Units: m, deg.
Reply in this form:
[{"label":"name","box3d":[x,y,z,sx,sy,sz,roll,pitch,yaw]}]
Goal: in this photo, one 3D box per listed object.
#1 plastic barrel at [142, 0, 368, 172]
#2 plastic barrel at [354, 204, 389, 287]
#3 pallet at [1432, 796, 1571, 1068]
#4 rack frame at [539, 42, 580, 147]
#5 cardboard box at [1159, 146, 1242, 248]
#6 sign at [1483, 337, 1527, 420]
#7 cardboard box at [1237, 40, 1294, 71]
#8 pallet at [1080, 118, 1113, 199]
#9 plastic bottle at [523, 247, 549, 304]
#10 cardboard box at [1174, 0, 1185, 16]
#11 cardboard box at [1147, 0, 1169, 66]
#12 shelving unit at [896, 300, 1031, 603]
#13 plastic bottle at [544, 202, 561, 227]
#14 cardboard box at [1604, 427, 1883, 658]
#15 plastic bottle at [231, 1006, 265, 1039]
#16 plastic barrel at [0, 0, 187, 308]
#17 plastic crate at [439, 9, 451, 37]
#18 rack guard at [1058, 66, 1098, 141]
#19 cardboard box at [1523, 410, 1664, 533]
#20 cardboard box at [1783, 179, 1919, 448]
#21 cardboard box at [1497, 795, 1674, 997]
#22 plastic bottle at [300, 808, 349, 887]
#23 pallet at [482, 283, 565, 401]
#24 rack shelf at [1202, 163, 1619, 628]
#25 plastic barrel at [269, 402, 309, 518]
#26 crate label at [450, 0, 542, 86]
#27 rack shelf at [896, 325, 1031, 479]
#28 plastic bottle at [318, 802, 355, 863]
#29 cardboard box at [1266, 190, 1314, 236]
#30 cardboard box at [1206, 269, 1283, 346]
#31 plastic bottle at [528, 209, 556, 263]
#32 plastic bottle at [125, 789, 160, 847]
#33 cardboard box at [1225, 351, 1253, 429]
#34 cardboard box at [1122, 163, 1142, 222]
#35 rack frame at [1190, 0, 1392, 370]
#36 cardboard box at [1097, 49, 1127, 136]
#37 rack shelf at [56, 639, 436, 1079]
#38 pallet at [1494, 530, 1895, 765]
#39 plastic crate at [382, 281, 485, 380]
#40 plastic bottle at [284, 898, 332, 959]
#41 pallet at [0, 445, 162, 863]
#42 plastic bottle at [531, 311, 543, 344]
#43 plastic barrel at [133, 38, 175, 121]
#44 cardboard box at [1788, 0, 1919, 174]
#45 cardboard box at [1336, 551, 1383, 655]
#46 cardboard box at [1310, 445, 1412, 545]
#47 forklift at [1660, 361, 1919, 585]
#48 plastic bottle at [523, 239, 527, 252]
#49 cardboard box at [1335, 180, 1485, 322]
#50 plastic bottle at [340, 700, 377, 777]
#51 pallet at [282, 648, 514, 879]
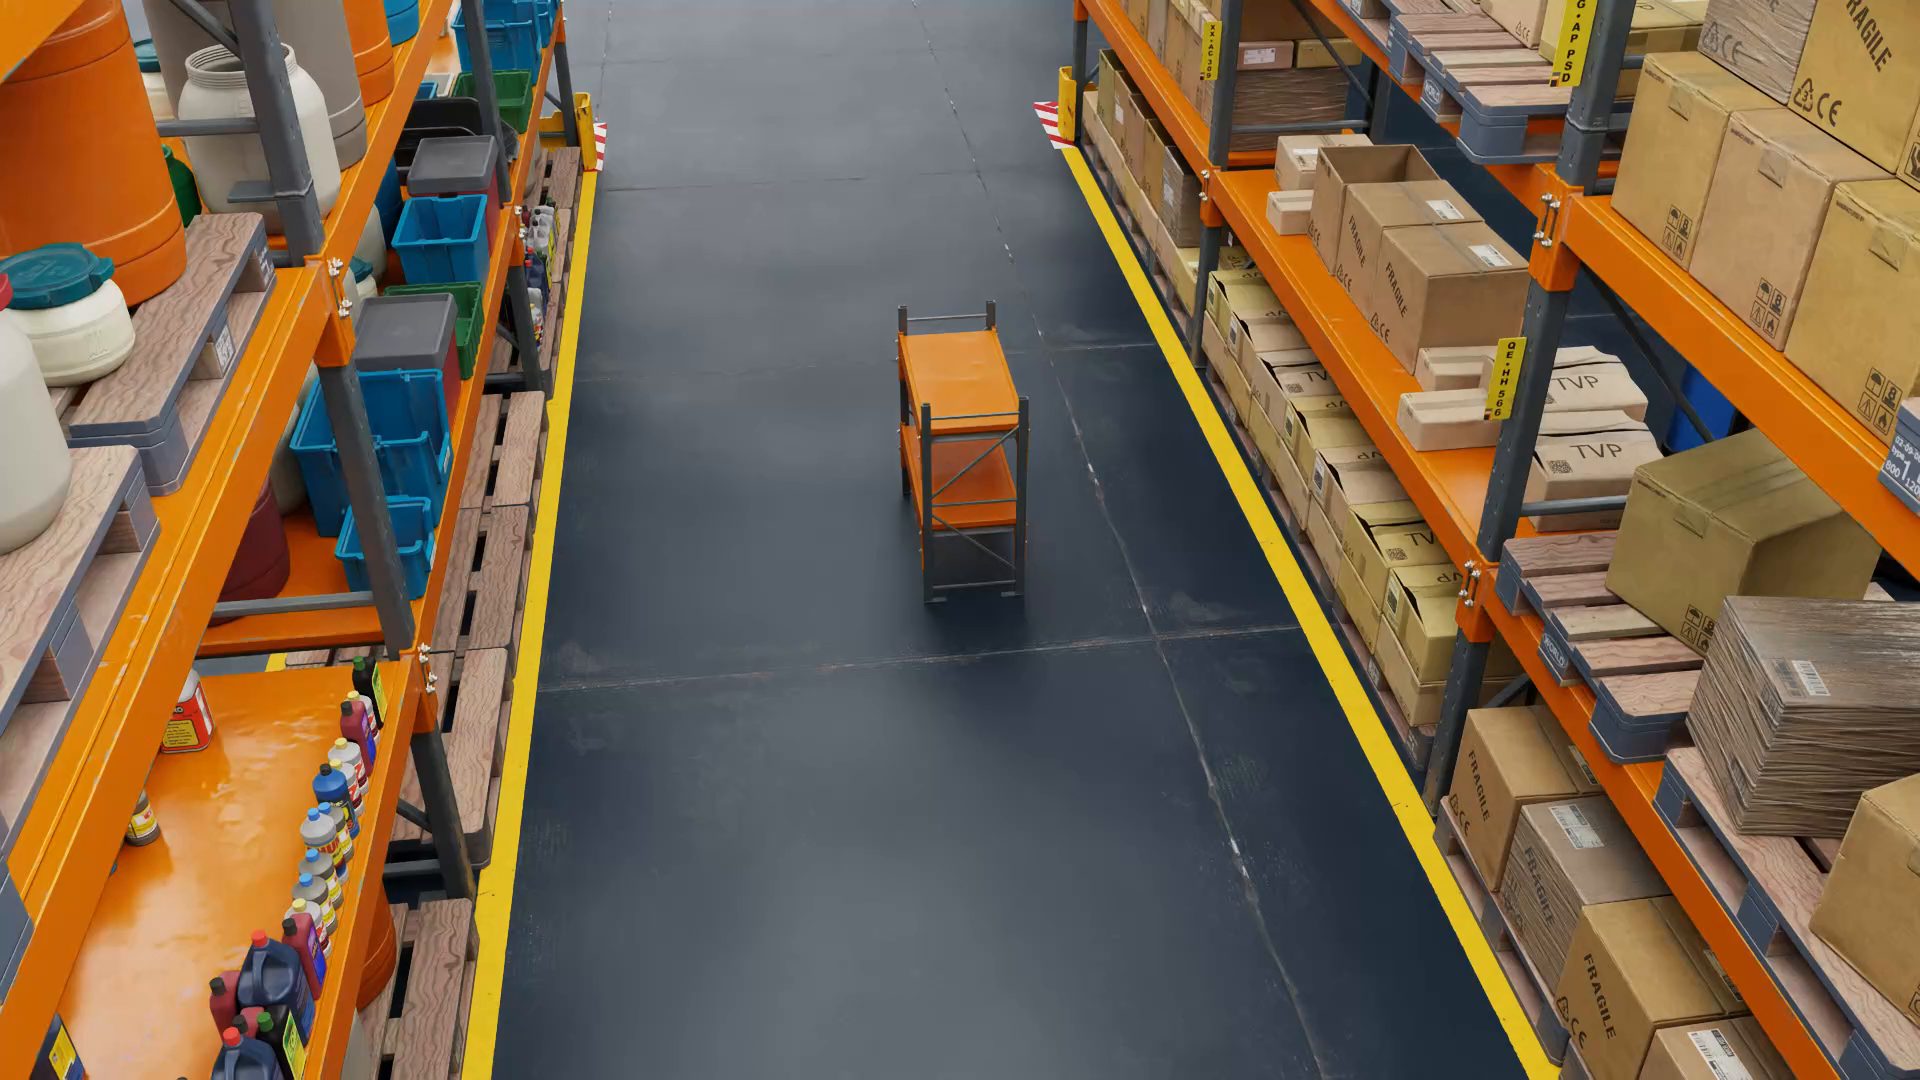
[{"label":"plastic barrel","box3d":[-2.325,-1.683,5.447,0.600,0.901,0.600,0,34,0]},{"label":"plastic barrel","box3d":[-3.056,-1.499,8.165,0.433,0.535,0.433,0,34,0]},{"label":"pallet","box3d":[2.542,1.437,6.453,1.003,0.211,1.213,-4,35,-6]},{"label":"rack frame","box3d":[-3.505,-4.226,12.287,1.000,3.000,0.127,-4,35,-6]},{"label":"cardboard box","box3d":[1.607,-2.236,10.770,0.500,0.500,0.500,-4,35,-6]},{"label":"sign","box3d":[1.930,-0.569,5.893,0.100,0.325,0.005,-4,35,-6]},{"label":"cardboard box","box3d":[1.692,-2.811,9.547,0.380,0.149,0.250,-4,35,-6]},{"label":"pallet","box3d":[1.548,-3.023,12.998,1.003,0.211,1.213,-4,35,-6]},{"label":"plastic bottle","box3d":[-2.690,-1.668,10.495,0.144,0.351,0.185,-6,35,-8]},{"label":"cardboard box","box3d":[1.557,-3.379,10.380,0.380,0.149,0.250,-5,35,-7]},{"label":"cardboard box","box3d":[1.664,-3.515,11.155,0.700,0.500,0.500,-3,34,-5]},{"label":"shelving unit","box3d":[0.001,-0.461,8.428,0.538,1.125,1.048,-4,35,-6]},{"label":"plastic bottle","box3d":[-2.824,-2.259,11.496,0.097,0.201,0.097,0,34,0]},{"label":"cardboard box","box3d":[2.676,-0.006,5.634,0.700,0.500,0.500,-16,37,-22]},{"label":"plastic bottle","box3d":[-1.816,1.300,4.282,0.061,0.283,0.133,-4,35,-6]},{"label":"plastic barrel","box3d":[-2.356,-1.035,4.187,0.600,0.830,0.708,-4,35,-6]},{"label":"plastic crate","box3d":[-3.704,-3.593,11.593,0.298,0.136,0.250,-4,35,-6]},{"label":"rack guard","box3d":[1.400,-3.579,13.558,1.175,0.500,0.348,-4,35,-6]},{"label":"cardboard box","box3d":[2.474,-0.304,6.611,0.500,0.311,0.500,-2,34,-3]},{"label":"cardboard box","box3d":[2.710,-0.600,4.214,0.910,0.500,0.500,-4,35,-6]},{"label":"cardboard box","box3d":[2.333,1.284,6.031,0.500,0.500,0.500,-6,35,-8]},{"label":"plastic bottle","box3d":[-1.872,0.897,4.884,0.097,0.271,0.097,0,34,0]},{"label":"pallet","box3d":[-3.017,-1.219,10.351,1.003,0.211,1.213,-4,35,-6]},{"label":"rack shelf","box3d":[2.210,-0.953,8.124,1.077,0.370,4.000,-4,35,-6]},{"label":"plastic barrel","box3d":[-2.780,-0.365,6.523,0.421,0.512,0.421,0,34,0]},{"label":"crate label","box3d":[-2.990,-3.234,10.800,0.502,0.435,0.616,-4,35,-6]},{"label":"rack shelf","box3d":[0.001,-0.703,8.263,0.538,0.278,1.000,-4,35,-6]},{"label":"plastic bottle","box3d":[-1.885,0.872,4.984,0.097,0.201,0.097,0,34,0]},{"label":"cardboard box","box3d":[1.858,-1.753,8.881,0.380,0.149,0.250,-4,35,-6]},{"label":"cardboard box","box3d":[1.750,-1.386,9.691,0.500,0.311,0.500,-4,35,-6]},{"label":"plastic bottle","box3d":[-2.772,-2.009,10.996,0.144,0.351,0.185,-3,34,-4]},{"label":"plastic bottle","box3d":[-2.508,0.825,5.052,0.097,0.201,0.097,0,34,0]},{"label":"cardboard box","box3d":[1.817,-0.875,9.438,0.500,0.250,0.500,-4,34,-5]},{"label":"cardboard box","box3d":[1.455,-2.483,11.798,0.500,0.250,0.500,-4,35,-6]},{"label":"rack frame","box3d":[1.941,-2.366,9.559,1.000,3.000,0.127,-4,35,-6]},{"label":"cardboard box","box3d":[1.324,-3.351,12.406,0.500,0.500,0.500,-4,35,-6]},{"label":"rack shelf","box3d":[-2.161,1.652,4.301,1.077,0.370,4.000,-4,35,-6]},{"label":"pallet","box3d":[2.640,0.318,5.790,1.213,0.211,1.003,-4,35,-6]},{"label":"plastic crate","box3d":[-2.454,-0.955,7.676,0.450,0.188,0.662,-4,35,-6]},{"label":"plastic bottle","box3d":[-1.832,1.089,4.665,0.097,0.201,0.097,0,34,0]},{"label":"pallet","box3d":[-2.249,0.247,3.229,1.003,0.211,1.213,-4,35,-6]},{"label":"plastic bottle","box3d":[-2.590,-1.287,10.068,0.097,0.201,0.097,0,34,0]},{"label":"plastic barrel","box3d":[-2.832,-1.636,5.946,0.301,0.262,0.301,0,34,0]},{"label":"cardboard box","box3d":[2.600,-1.300,4.354,0.500,0.500,0.500,-4,35,-6]},{"label":"cardboard box","box3d":[2.094,0.266,7.765,0.500,0.250,0.500,-5,35,-7]},{"label":"cardboard box","box3d":[2.023,-0.248,8.022,0.500,0.311,0.500,-5,35,-7]},{"label":"forklift","box3d":[5.227,-1.120,7.790,3.031,2.935,1.130,26,42,33]},{"label":"plastic bottle","box3d":[-2.891,-1.849,10.827,0.152,0.276,0.135,-4,35,-6]},{"label":"cardboard box","box3d":[2.167,-1.405,8.059,0.500,0.500,0.500,-4,35,-6]},{"label":"plastic bottle","box3d":[-1.921,0.609,5.296,0.061,0.283,0.133,-4,35,-6]},{"label":"pallet","box3d":[-2.495,0.956,7.160,1.003,0.211,1.213,-4,35,-6]}]
